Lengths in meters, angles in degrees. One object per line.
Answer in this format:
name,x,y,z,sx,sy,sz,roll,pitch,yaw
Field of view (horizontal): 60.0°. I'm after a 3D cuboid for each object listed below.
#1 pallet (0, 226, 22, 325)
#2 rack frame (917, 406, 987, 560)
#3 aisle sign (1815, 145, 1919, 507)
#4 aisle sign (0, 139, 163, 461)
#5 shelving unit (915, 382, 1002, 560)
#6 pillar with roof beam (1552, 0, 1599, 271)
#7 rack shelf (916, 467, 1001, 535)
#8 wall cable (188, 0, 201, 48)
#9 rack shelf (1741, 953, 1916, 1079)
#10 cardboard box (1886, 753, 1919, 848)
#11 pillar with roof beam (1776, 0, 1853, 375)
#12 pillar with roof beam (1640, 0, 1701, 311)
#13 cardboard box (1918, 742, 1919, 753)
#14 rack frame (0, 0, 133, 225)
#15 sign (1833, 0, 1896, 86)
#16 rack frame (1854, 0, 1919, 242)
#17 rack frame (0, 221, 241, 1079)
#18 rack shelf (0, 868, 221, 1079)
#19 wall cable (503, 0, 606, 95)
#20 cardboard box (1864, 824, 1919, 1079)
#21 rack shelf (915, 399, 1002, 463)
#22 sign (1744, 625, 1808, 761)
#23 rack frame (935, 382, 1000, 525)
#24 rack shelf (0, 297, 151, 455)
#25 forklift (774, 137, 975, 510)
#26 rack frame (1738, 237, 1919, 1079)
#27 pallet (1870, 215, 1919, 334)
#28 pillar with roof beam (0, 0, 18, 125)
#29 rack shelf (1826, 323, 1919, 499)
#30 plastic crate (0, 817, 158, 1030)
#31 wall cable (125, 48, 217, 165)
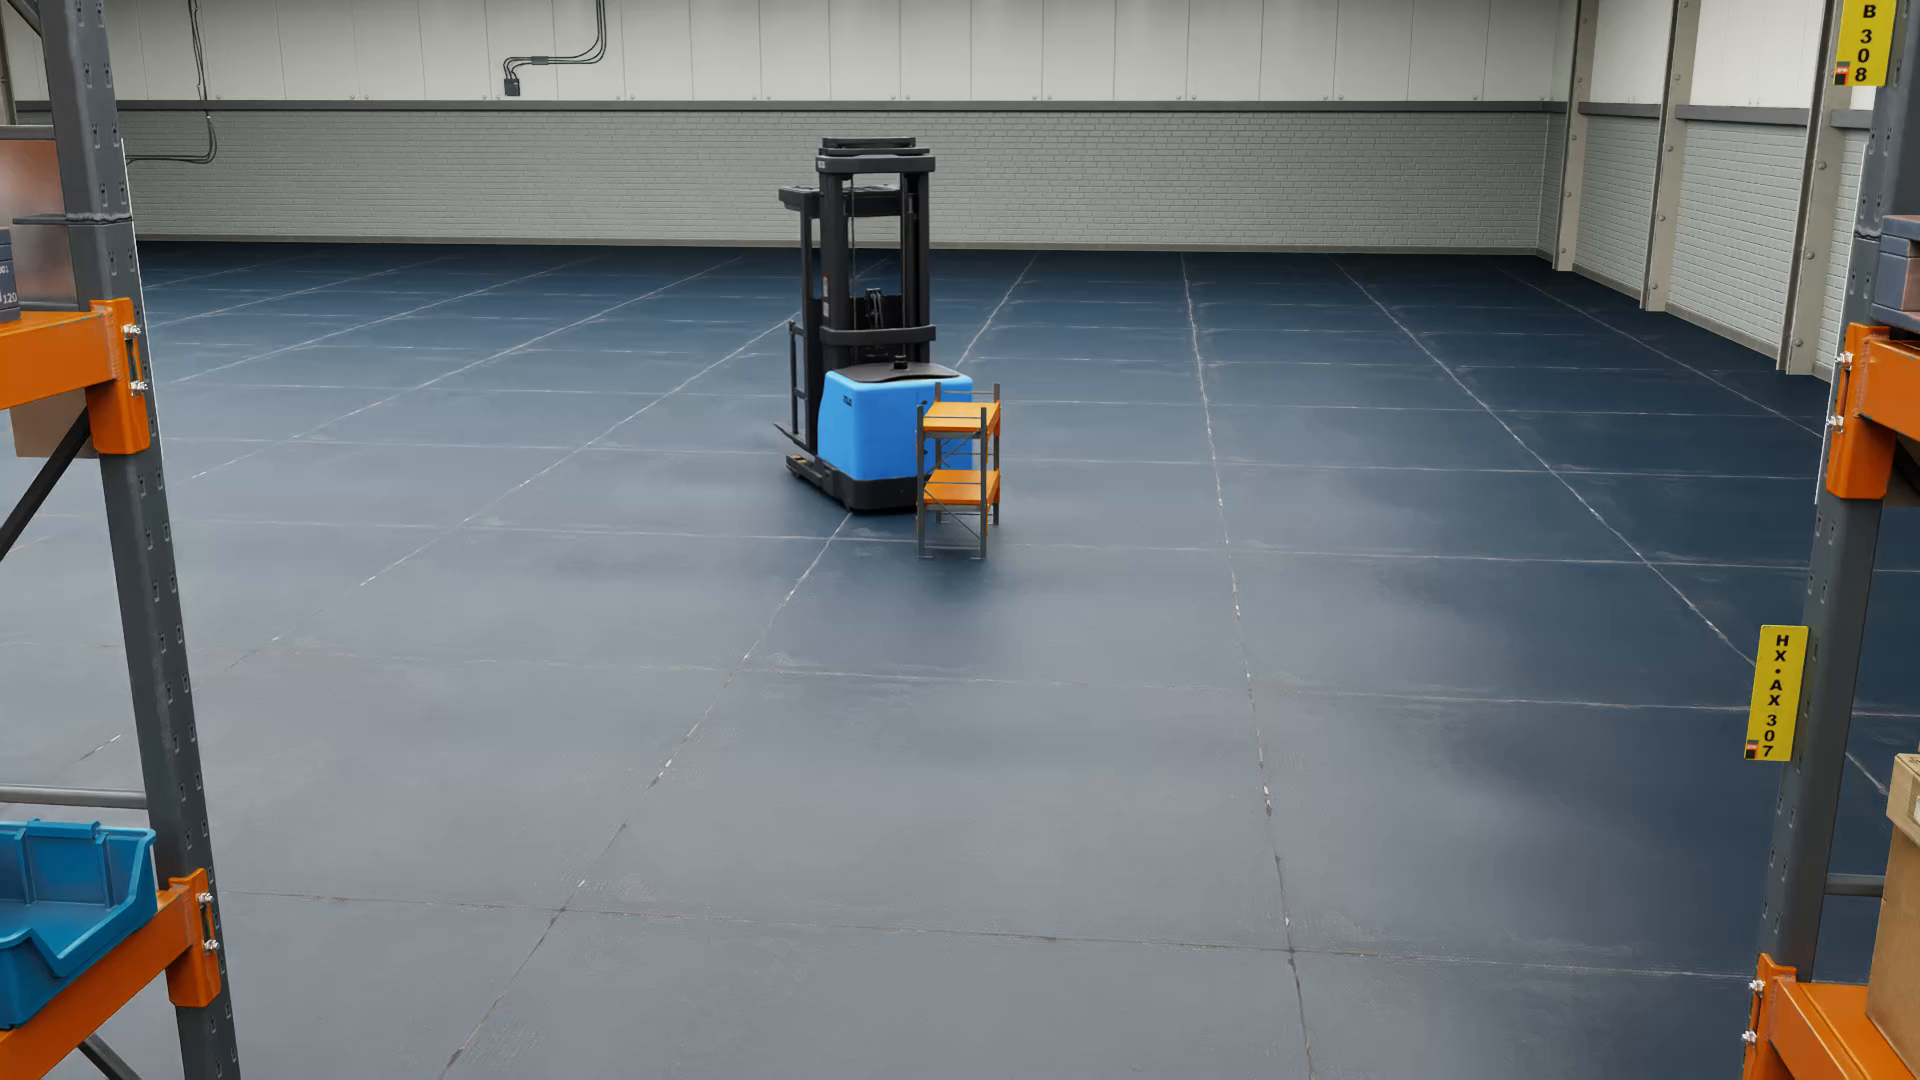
pallet,-2.694,-0.466,3.255,1.003,0.211,1.213,2,15,6
rack frame,-0.058,-0.409,12.021,0.500,1.125,0.032,2,15,6
aisle sign,2.121,-0.455,3.619,0.394,0.787,0.004,2,15,6
aisle sign,-2.201,-0.586,4.102,0.394,0.787,0.004,2,15,6
shelving unit,-0.001,-0.541,12.509,0.538,1.125,1.048,2,15,6
pillar with roof beam,7.228,-9.626,31.021,9.100,9.000,0.400,2,15,6
rack shelf,-0.001,-0.305,12.573,0.538,0.278,1.000,2,15,6
wall cable,-15.459,-12.011,36.116,3.097,2.526,0.112,2,15,6
rack shelf,2.192,1.692,2.037,1.077,0.370,4.000,2,15,6
cardboard box,2.159,0.560,3.411,0.380,0.149,0.250,2,15,6
pillar with roof beam,5.874,-6.514,19.511,9.100,9.000,0.400,2,15,6
pillar with roof beam,6.551,-8.070,25.266,9.100,9.000,0.400,2,15,6
cardboard box,2.346,0.286,3.182,0.700,0.500,0.500,2,15,6
rack frame,-2.504,-2.217,3.622,1.000,3.000,0.127,2,15,6
sign,1.867,-1.100,3.412,0.100,0.325,0.005,2,15,6
rack frame,2.417,-2.070,3.079,1.000,3.000,0.127,2,15,6
rack frame,-2.504,0.679,4.405,1.000,3.000,0.127,2,15,6
rack shelf,-2.729,1.545,2.580,1.077,0.370,4.000,2,15,6
wall cable,-8.716,-12.510,35.172,2.305,6.003,0.169,2,15,6
cardboard box,2.352,0.898,3.402,0.700,0.500,0.500,2,15,6
rack shelf,-0.001,-0.824,12.432,0.538,0.278,1.000,2,15,6
sign,1.867,0.352,3.804,0.100,0.325,0.005,2,15,6
rack frame,0.057,-0.673,12.996,0.500,1.125,0.032,2,15,6
rack shelf,-2.729,0.097,2.189,1.077,0.370,4.000,2,15,6
forklift,-0.904,-1.994,14.423,1.130,2.935,3.031,-6,16,-21
rack frame,2.417,0.826,3.862,1.000,3.000,0.127,2,15,6
pallet,2.312,-0.397,2.806,1.003,0.211,1.213,2,15,6
pillar with roof beam,-15.516,-10.300,33.514,9.100,9.000,0.400,2,15,6
rack shelf,2.192,0.244,1.646,1.077,0.370,4.000,2,15,6
plastic crate,-2.263,0.889,3.912,0.499,0.251,0.616,2,15,6
wall cable,-18.147,-9.653,37.070,3.097,2.526,0.112,2,15,6
